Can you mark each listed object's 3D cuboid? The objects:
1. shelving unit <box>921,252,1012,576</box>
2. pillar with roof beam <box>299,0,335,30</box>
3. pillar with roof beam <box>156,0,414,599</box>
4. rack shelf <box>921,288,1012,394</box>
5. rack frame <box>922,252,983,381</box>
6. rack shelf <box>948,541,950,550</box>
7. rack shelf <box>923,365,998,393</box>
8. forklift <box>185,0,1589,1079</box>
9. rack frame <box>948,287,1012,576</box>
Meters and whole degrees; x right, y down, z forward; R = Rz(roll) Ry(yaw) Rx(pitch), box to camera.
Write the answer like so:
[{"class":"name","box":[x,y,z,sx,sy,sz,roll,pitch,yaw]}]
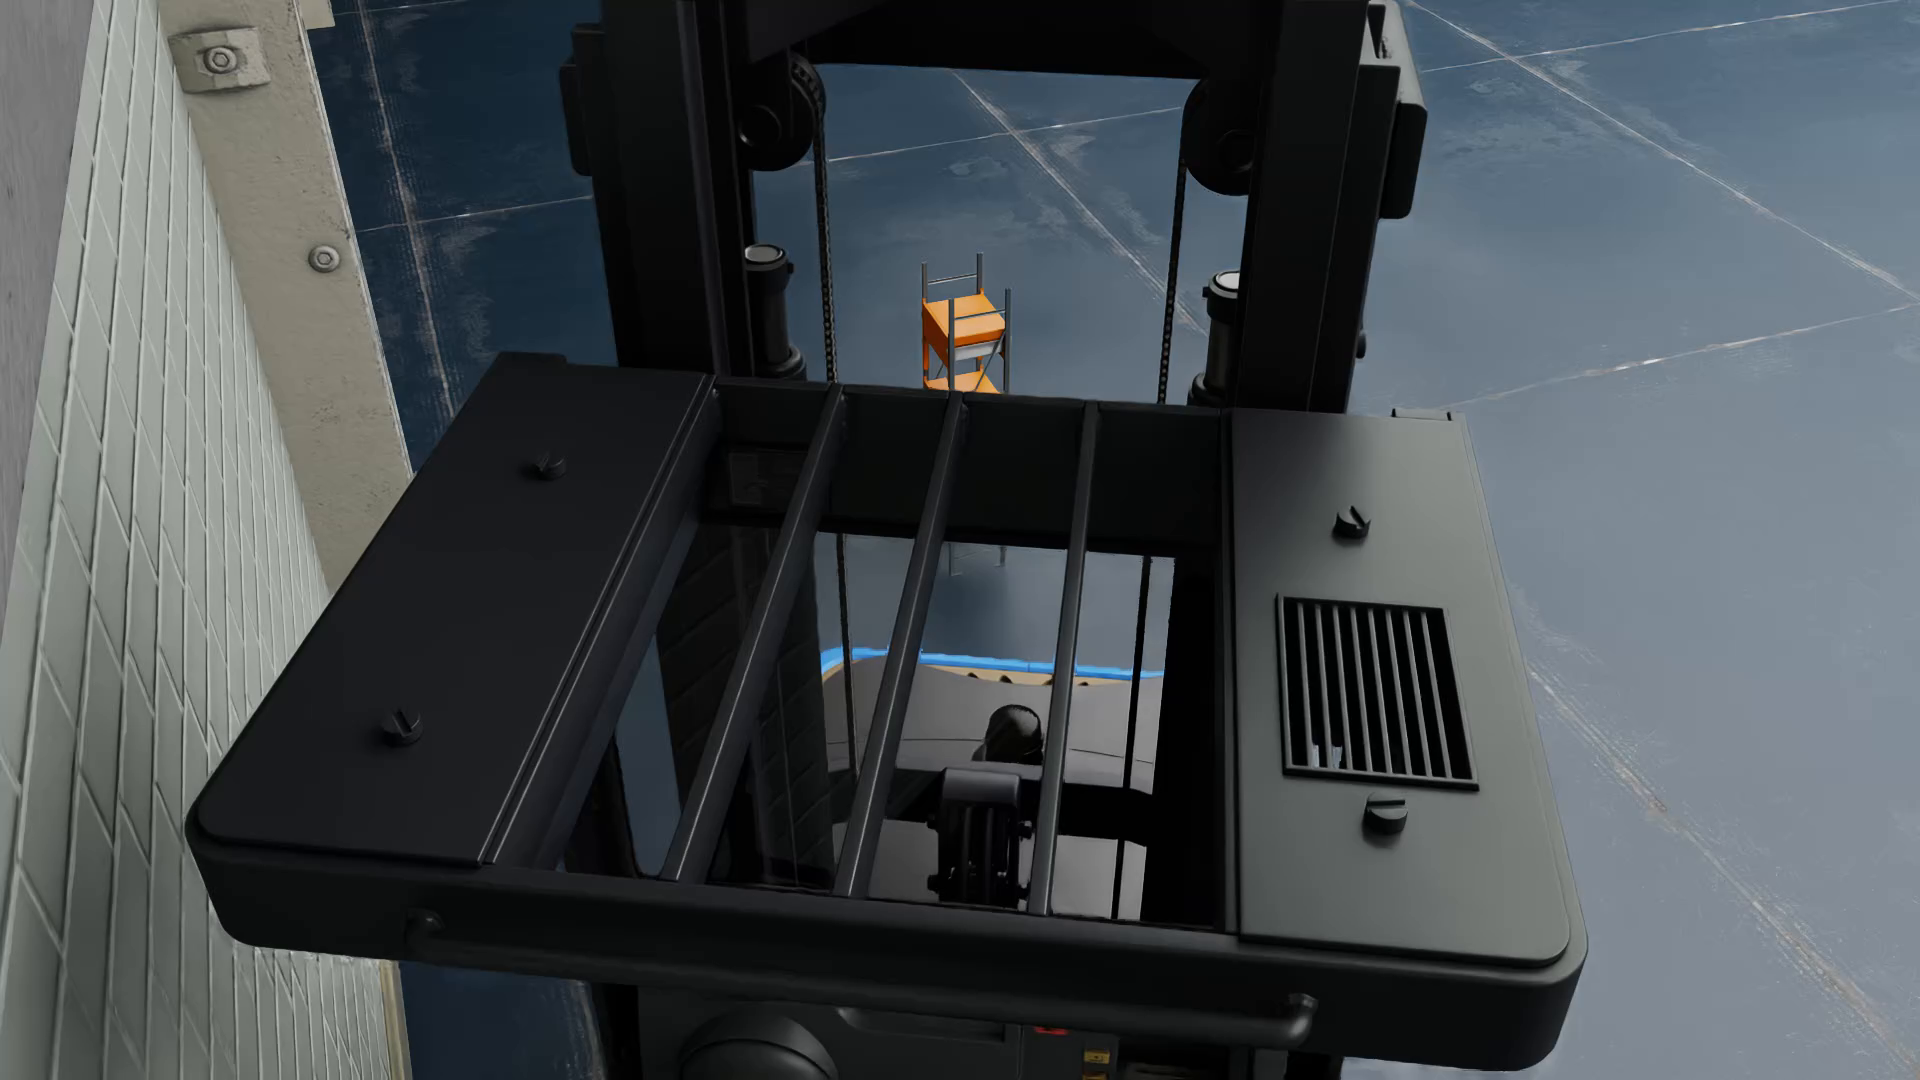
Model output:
[{"class":"shelving unit","box":[0.018,-0.389,5.394,0.215,1.050,0.252,-12,39,-16]},{"class":"pillar with roof beam","box":[0.164,-7.580,8.333,9.100,9.000,0.400,-12,39,-16]},{"class":"pillar with roof beam","box":[2.229,-4.190,3.833,9.100,9.000,0.400,-12,39,-16]},{"class":"rack shelf","box":[0.018,-0.607,5.230,0.215,0.259,0.240,-12,39,-16]},{"class":"rack frame","box":[-0.024,-0.458,5.486,0.200,1.050,0.008,-12,39,-16]},{"class":"rack shelf","box":[0.018,-0.159,5.568,0.215,0.259,0.240,-12,39,-16]},{"class":"rack shelf","box":[0.018,-0.381,5.400,0.215,0.259,0.240,-12,39,-16]},{"class":"forklift","box":[-0.027,0.825,2.219,1.130,2.935,3.031,4,37,6]},{"class":"rack frame","box":[0.060,-0.320,5.303,0.200,1.050,0.008,-12,39,-16]}]
